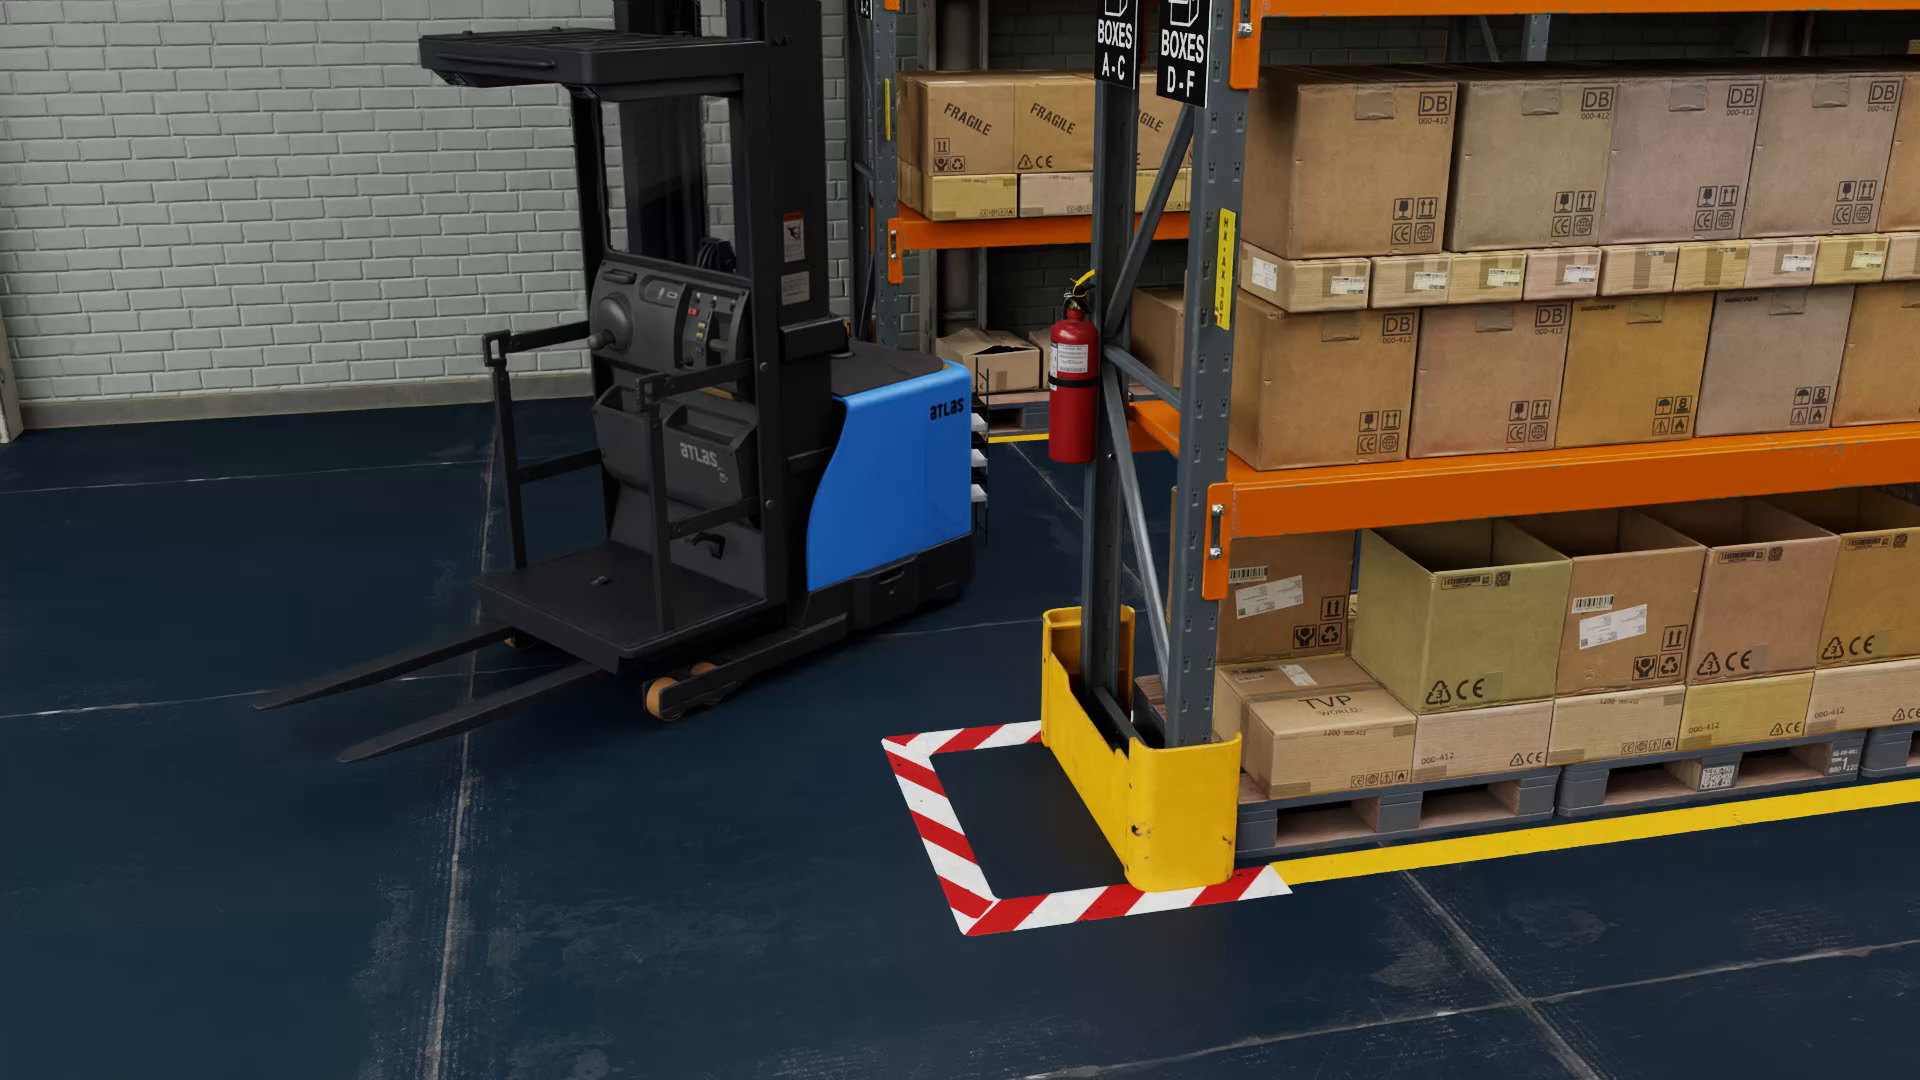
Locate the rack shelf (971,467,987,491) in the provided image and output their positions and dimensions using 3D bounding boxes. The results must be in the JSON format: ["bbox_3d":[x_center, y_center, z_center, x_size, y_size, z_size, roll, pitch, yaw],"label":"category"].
[{"bbox_3d":[0.008,-0.307,8.204,0.200,0.077,0.258,-5,21,-12],"label":"rack shelf"}]

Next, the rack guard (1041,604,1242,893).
[{"bbox_3d":[0.594,0.677,5.739,0.348,0.500,1.175,-5,21,-12],"label":"rack guard"}]

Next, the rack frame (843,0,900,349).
[{"bbox_3d":[-0.527,-2.156,9.840,0.127,3.000,1.000,-5,21,-12],"label":"rack frame"}]

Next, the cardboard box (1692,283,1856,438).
[{"bbox_3d":[2.580,-0.701,5.723,0.500,0.500,0.700,-4,21,-11],"label":"cardboard box"}]

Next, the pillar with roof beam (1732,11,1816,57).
[{"bbox_3d":[6.785,-4.352,7.112,0.400,9.000,9.100,-5,21,-12],"label":"pillar with roof beam"}]

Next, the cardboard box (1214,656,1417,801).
[{"bbox_3d":[1.190,0.628,5.627,0.500,0.250,0.500,-5,21,-12],"label":"cardboard box"}]

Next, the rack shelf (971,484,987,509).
[{"bbox_3d":[0.008,-0.223,8.235,0.200,0.077,0.258,-5,21,-12],"label":"rack shelf"}]

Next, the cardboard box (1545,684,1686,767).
[{"bbox_3d":[2.162,0.547,5.846,0.500,0.250,0.500,-5,21,-12],"label":"cardboard box"}]

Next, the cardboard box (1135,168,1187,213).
[{"bbox_3d":[1.021,-2.112,9.907,0.500,0.250,0.500,-5,21,-13],"label":"cardboard box"}]

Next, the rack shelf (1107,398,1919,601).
[{"bbox_3d":[2.563,-0.319,5.870,4.000,0.370,1.077,-5,21,-12],"label":"rack shelf"}]

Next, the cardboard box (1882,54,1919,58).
[{"bbox_3d":[3.588,-1.393,5.726,0.500,0.500,0.700,-5,21,-13],"label":"cardboard box"}]

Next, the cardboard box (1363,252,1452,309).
[{"bbox_3d":[1.305,-0.831,5.133,0.250,0.149,0.380,-5,21,-14],"label":"cardboard box"}]

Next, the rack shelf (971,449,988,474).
[{"bbox_3d":[0.008,-0.392,8.173,0.200,0.077,0.258,-5,21,-12],"label":"rack shelf"}]

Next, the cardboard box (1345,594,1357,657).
[{"bbox_3d":[1.555,0.411,6.219,0.500,0.250,0.500,-5,21,-12],"label":"cardboard box"}]

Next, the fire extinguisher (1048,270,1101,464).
[{"bbox_3d":[0.395,-0.608,5.726,0.183,0.674,0.296,-5,21,-12],"label":"fire extinguisher"}]

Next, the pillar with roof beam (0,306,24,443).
[{"bbox_3d":[-4.893,-3.402,4.519,0.400,9.000,9.100,-5,21,-12],"label":"pillar with roof beam"}]

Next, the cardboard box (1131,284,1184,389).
[{"bbox_3d":[1.448,-1.300,10.497,0.500,0.500,0.700,-6,21,-16],"label":"cardboard box"}]

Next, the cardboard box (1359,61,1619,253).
[{"bbox_3d":[1.636,-1.235,5.293,0.500,0.500,0.700,-5,21,-14],"label":"cardboard box"}]

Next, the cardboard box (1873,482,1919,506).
[{"bbox_3d":[3.619,0.072,6.053,0.500,0.500,0.500,-5,21,-12],"label":"cardboard box"}]

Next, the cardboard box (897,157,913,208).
[{"bbox_3d":[-0.116,-2.197,10.140,0.500,0.250,0.500,-4,21,-12],"label":"cardboard box"}]

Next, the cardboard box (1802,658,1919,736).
[{"bbox_3d":[3.137,0.470,6.058,0.500,0.250,0.500,-5,21,-12],"label":"cardboard box"}]

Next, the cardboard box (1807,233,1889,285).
[{"bbox_3d":[2.800,-0.951,5.462,0.250,0.149,0.380,-4,20,-11],"label":"cardboard box"}]

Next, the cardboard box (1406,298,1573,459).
[{"bbox_3d":[1.584,-0.621,5.504,0.500,0.500,0.700,-4,21,-11],"label":"cardboard box"}]

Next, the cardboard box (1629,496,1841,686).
[{"bbox_3d":[2.650,0.158,5.820,0.500,0.500,0.500,-5,21,-12],"label":"cardboard box"}]

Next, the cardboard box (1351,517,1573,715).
[{"bbox_3d":[1.676,0.235,5.608,0.500,0.500,0.500,-5,21,-12],"label":"cardboard box"}]

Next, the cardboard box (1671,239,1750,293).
[{"bbox_3d":[2.301,-0.911,5.353,0.250,0.149,0.380,-5,21,-13],"label":"cardboard box"}]

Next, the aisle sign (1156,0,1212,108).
[{"bbox_3d":[0.624,-1.611,4.573,0.004,0.787,0.394,-5,21,-12],"label":"aisle sign"}]

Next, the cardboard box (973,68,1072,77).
[{"bbox_3d":[0.375,-2.592,10.129,0.500,0.500,0.500,-4,21,-12],"label":"cardboard box"}]

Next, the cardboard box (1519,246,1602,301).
[{"bbox_3d":[1.794,-0.869,5.238,0.250,0.149,0.380,-5,21,-13],"label":"cardboard box"}]

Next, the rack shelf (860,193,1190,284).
[{"bbox_3d":[1.420,-1.977,10.396,4.000,0.370,1.077,-5,21,-12],"label":"rack shelf"}]

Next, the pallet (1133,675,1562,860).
[{"bbox_3d":[1.352,0.736,5.997,1.213,0.211,1.003,-5,21,-12],"label":"pallet"}]

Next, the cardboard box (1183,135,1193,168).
[{"bbox_3d":[1.494,-2.504,9.888,0.500,0.500,0.500,-4,20,-11],"label":"cardboard box"}]

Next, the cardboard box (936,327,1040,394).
[{"bbox_3d":[0.167,-1.125,10.294,0.500,0.311,0.500,-7,21,-19],"label":"cardboard box"}]

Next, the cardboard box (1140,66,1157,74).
[{"bbox_3d":[1.368,-2.674,10.353,0.500,0.500,0.500,-4,21,-12],"label":"cardboard box"}]

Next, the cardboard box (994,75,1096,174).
[{"bbox_3d":[0.490,-2.420,9.659,0.500,0.500,0.500,-5,21,-12],"label":"cardboard box"}]

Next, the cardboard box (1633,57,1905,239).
[{"bbox_3d":[2.614,-1.315,5.511,0.500,0.500,0.700,-5,21,-12],"label":"cardboard box"}]

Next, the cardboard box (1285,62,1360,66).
[{"bbox_3d":[2.356,-2.757,10.578,0.500,0.500,0.500,-5,21,-13],"label":"cardboard box"}]

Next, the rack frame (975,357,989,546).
[{"bbox_3d":[0.107,-0.431,8.184,0.006,0.900,0.240,-5,21,-12],"label":"rack frame"}]

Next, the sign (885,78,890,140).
[{"bbox_3d":[-0.402,-2.381,9.195,0.005,0.325,0.100,-5,21,-12],"label":"sign"}]

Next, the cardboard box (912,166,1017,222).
[{"bbox_3d":[0.021,-2.027,9.677,0.500,0.250,0.500,-5,21,-14],"label":"cardboard box"}]

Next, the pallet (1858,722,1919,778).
[{"bbox_3d":[3.726,0.543,6.524,1.213,0.211,1.003,-5,21,-12],"label":"pallet"}]

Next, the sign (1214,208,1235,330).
[{"bbox_3d":[0.739,-0.756,4.643,0.005,0.325,0.100,-5,21,-12],"label":"sign"}]

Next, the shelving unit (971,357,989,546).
[{"bbox_3d":[0.008,-0.423,8.162,0.210,0.900,0.258,-5,21,-12],"label":"shelving unit"}]

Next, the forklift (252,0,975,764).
[{"bbox_3d":[-1.301,-0.875,6.441,1.130,2.935,3.031,18,26,39],"label":"forklift"}]

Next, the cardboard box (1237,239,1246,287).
[{"bbox_3d":[0.945,-0.944,5.442,0.250,0.149,0.380,-5,21,-13],"label":"cardboard box"}]
